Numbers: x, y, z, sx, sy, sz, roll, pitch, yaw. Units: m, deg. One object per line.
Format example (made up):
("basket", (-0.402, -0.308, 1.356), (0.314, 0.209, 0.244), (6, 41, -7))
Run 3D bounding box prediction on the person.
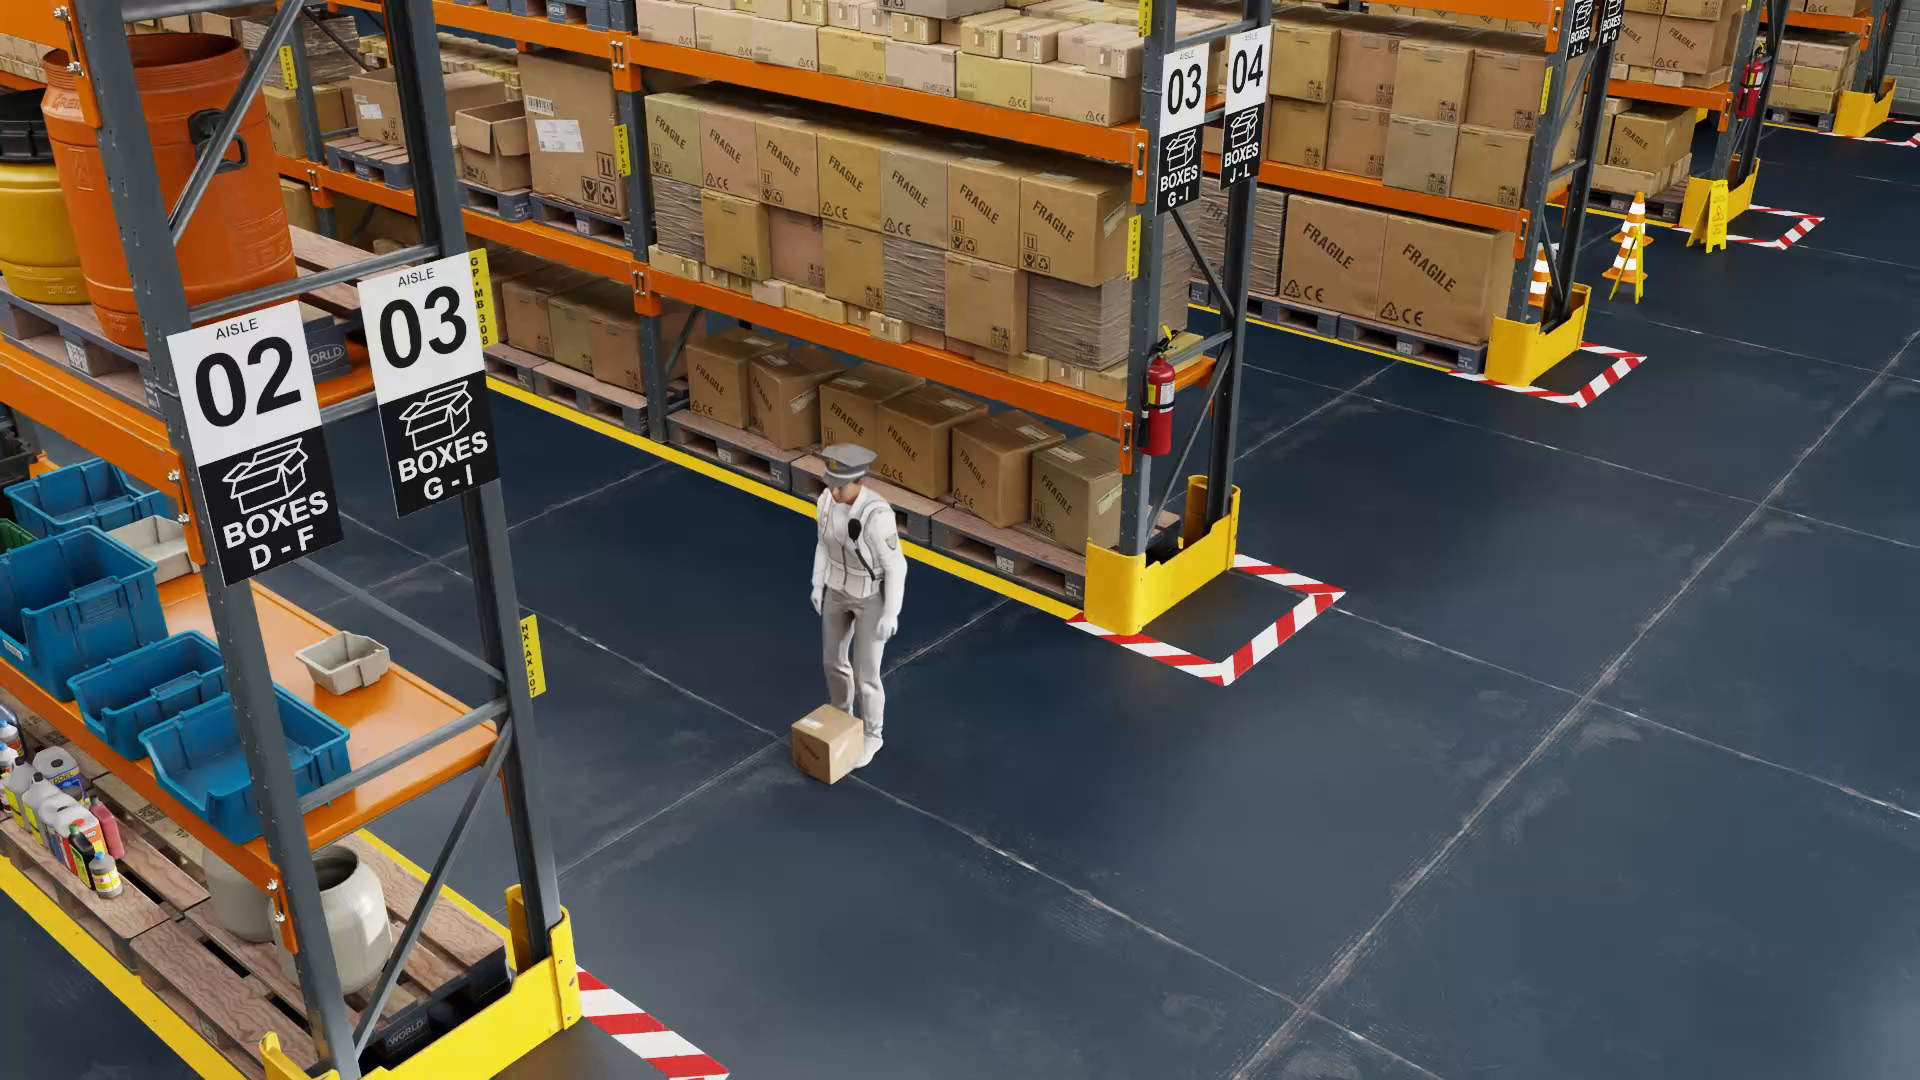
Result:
("person", (-0.514, 0.301, 8.042), (0.528, 1.659, 0.414), (19, 33, 32))
